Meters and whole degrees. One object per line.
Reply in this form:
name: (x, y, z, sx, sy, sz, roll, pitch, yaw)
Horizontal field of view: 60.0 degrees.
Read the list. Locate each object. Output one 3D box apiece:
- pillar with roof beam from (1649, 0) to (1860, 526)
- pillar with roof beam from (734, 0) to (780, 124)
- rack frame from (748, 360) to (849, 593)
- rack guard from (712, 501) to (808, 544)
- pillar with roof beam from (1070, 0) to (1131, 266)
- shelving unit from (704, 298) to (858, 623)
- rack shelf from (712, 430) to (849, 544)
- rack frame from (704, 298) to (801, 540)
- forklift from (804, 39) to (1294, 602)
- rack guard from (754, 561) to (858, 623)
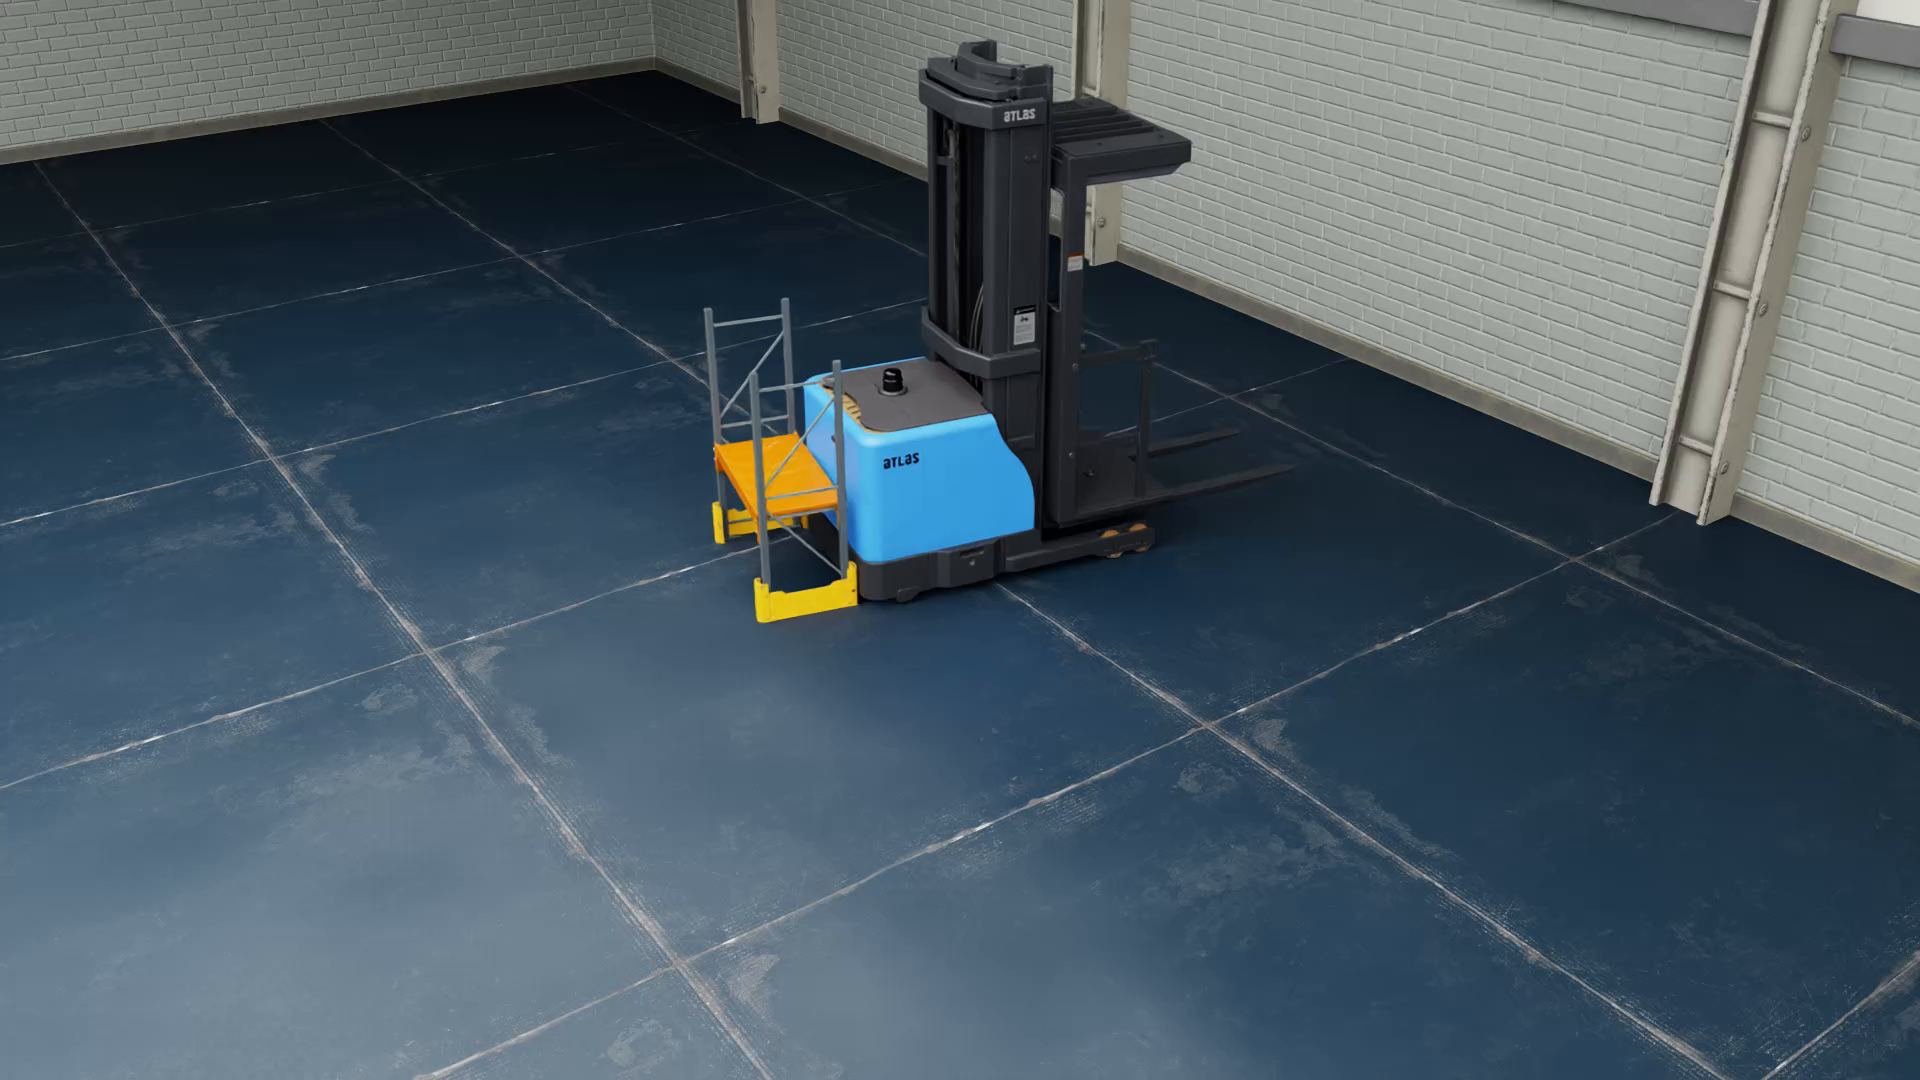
pillar with roof beam: (1.159, -2.969, 6.289, 9.100, 9.000, 0.400, -19, 34, -31)
pillar with roof beam: (-5.802, -7.635, 14.878, 9.100, 9.000, 0.400, -19, 34, -31)
rack frame: (-0.871, -0.253, 9.145, 0.500, 1.500, 0.032, -10, 30, -18)
rack guard: (-1.227, -0.149, 10.262, 0.587, 0.250, 0.087, -10, 30, -18)
pillar with roof beam: (-2.321, -5.302, 10.584, 9.100, 9.000, 0.400, -19, 34, -31)
shelving unit: (-1.049, -0.476, 9.555, 0.587, 1.500, 1.083, -10, 30, -18)
rack shelf: (-1.053, -0.322, 9.648, 0.538, 0.185, 1.000, -10, 30, -18)
rack frame: (-1.234, -0.706, 9.979, 0.500, 1.500, 0.032, -10, 30, -18)
forklift: (0.628, -1.394, 9.745, 3.031, 2.935, 1.130, -13, 31, -22)
rack guard: (-0.871, 0.295, 9.444, 0.587, 0.250, 0.087, -10, 30, -18)
